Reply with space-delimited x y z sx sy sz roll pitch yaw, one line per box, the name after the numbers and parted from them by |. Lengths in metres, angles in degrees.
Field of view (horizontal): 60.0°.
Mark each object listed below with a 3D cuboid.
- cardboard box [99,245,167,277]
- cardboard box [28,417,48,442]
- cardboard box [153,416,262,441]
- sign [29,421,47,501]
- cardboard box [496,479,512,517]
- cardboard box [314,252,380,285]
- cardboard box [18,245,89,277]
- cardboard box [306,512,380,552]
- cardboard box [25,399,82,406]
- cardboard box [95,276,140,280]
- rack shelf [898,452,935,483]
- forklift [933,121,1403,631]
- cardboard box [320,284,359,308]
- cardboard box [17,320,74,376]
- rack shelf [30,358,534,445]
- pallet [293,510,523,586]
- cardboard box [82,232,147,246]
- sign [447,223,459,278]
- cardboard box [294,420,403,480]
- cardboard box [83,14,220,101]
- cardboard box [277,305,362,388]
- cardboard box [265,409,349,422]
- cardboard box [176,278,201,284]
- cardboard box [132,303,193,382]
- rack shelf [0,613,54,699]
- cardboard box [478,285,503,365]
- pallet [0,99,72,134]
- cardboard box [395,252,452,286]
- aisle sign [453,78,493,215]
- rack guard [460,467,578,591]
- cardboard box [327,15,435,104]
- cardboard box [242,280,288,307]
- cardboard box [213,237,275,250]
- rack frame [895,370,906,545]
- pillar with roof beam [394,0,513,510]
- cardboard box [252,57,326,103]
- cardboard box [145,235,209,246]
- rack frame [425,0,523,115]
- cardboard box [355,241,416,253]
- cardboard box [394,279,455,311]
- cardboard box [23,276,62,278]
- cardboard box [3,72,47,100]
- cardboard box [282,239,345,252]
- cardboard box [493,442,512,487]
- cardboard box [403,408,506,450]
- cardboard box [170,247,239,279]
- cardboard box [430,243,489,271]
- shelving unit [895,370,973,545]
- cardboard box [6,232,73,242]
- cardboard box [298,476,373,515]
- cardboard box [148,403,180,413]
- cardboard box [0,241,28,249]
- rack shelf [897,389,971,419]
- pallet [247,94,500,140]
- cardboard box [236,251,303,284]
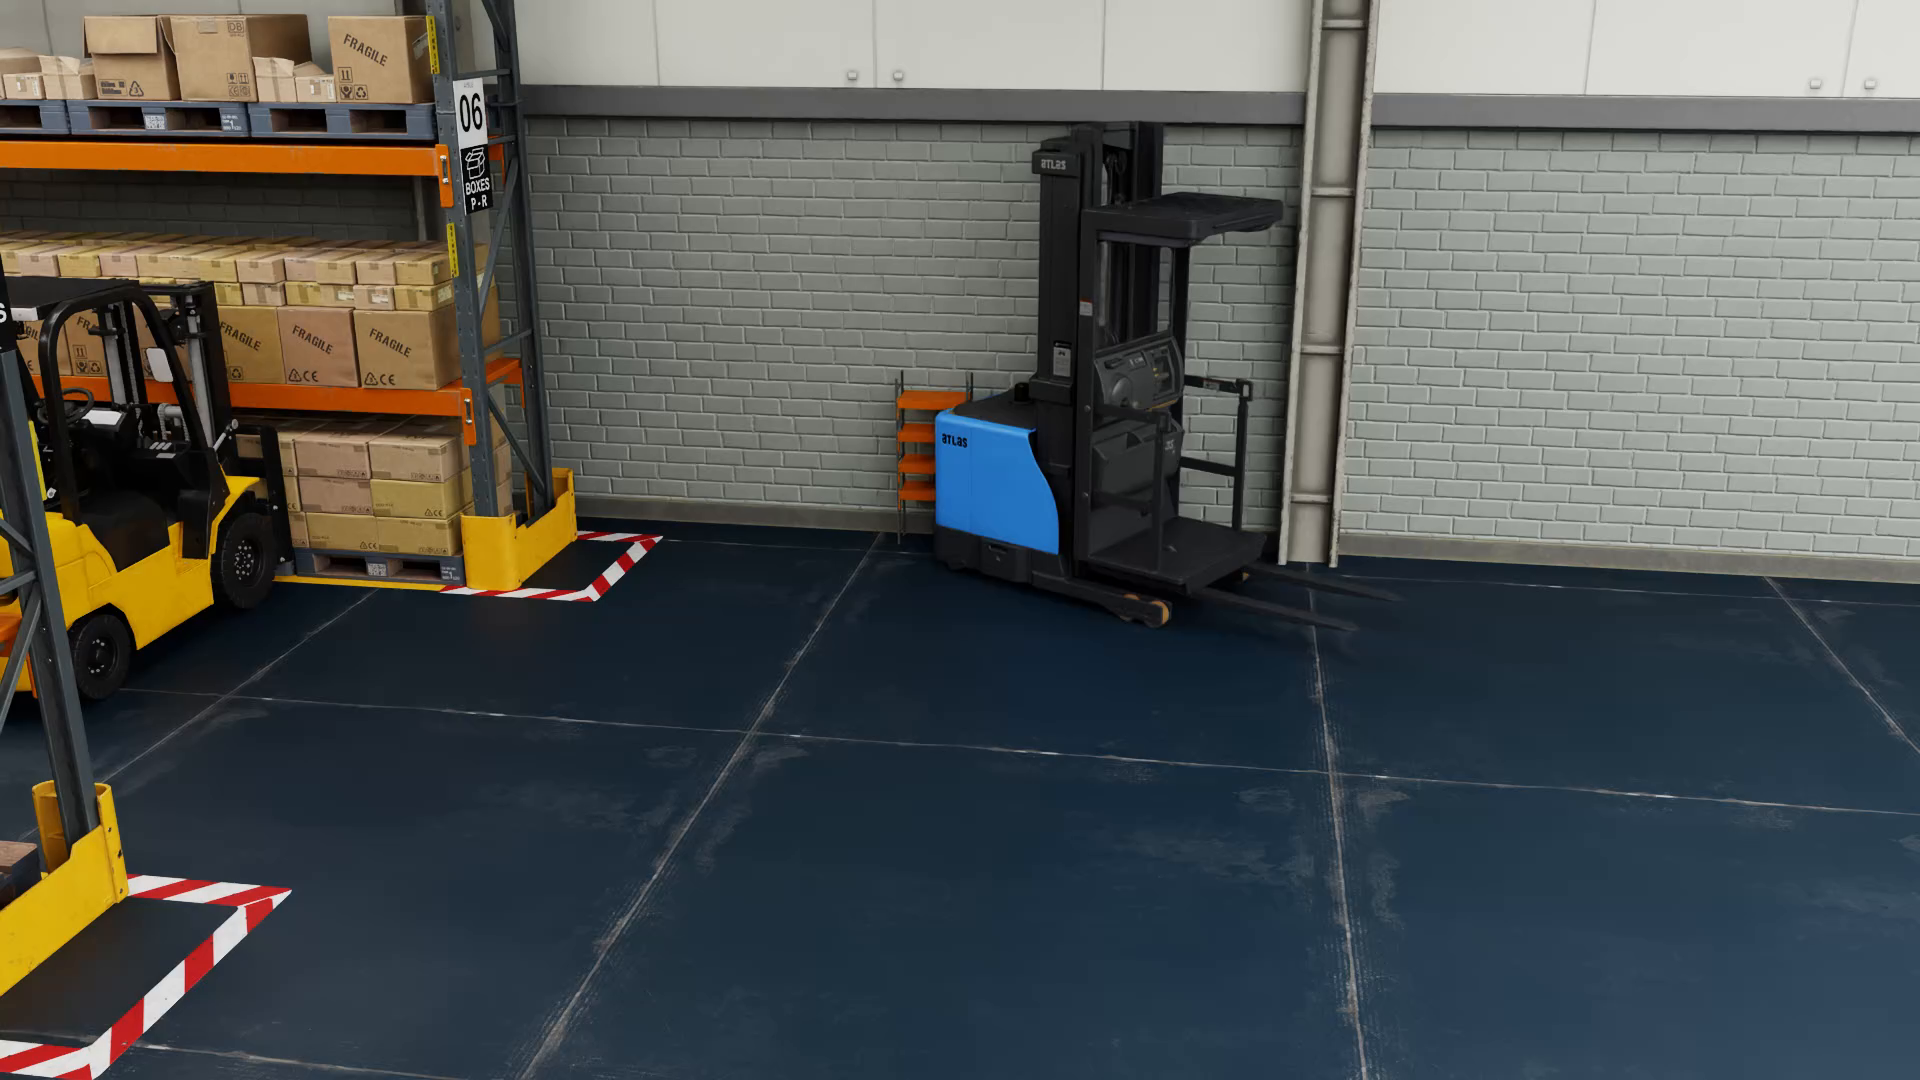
-5.398 -1.827 10.889 0.250 0.149 0.380 3 19 8 | cardboard box
-6.019 -0.698 11.258 0.500 0.250 0.500 3 19 9 | cardboard box
-5.009 -0.648 11.108 0.500 0.250 0.500 3 19 8 | cardboard box
-3.699 -0.304 6.621 0.005 0.325 0.100 3 19 9 | sign
-3.455 -0.260 11.525 0.500 0.250 0.500 3 19 9 | cardboard box
-3.899 -1.735 10.611 0.250 0.149 0.380 3 19 10 | cardboard box
-5.919 -1.827 10.889 0.250 0.149 0.380 3 19 10 | cardboard box
-4.005 -0.127 11.127 0.500 0.250 0.500 3 19 9 | cardboard box
-6.434 -0.886 11.818 0.500 0.250 0.500 3 19 10 | cardboard box
-5.418 -1.664 10.868 0.250 0.149 0.380 2 19 7 | cardboard box
-0.173 -0.497 11.598 0.480 0.148 0.258 3 20 8 | rack shelf
1.288 -1.041 10.294 3.031 2.935 1.130 14 23 36 | forklift
-3.891 -1.600 10.677 0.250 0.149 0.380 3 19 10 | cardboard box
-6.037 -1.403 11.110 0.500 0.500 0.500 3 19 10 | cardboard box
-4.976 -1.039 11.313 4.000 0.370 1.077 3 19 9 | rack shelf
-3.763 0.018 11.417 1.213 0.211 1.003 3 19 9 | pallet
-5.826 -2.027 11.486 0.250 0.149 0.380 3 19 8 | cardboard box
-3.101 -1.771 10.171 0.005 0.325 0.100 3 19 9 | sign
-4.010 -0.598 10.958 0.500 0.250 0.500 3 19 10 | cardboard box
-5.044 -3.067 10.534 0.637 0.503 0.797 4 19 10 | cardboard box
-4.039 -1.298 10.798 0.500 0.500 0.500 4 19 10 | cardboard box
-4.432 -0.784 11.516 0.500 0.250 0.500 3 19 8 | cardboard box
-4.891 -1.661 10.862 0.250 0.149 0.380 3 19 8 | cardboard box
-5.044 -1.346 10.940 0.500 0.500 0.500 3 19 9 | cardboard box
-5.759 0.517 6.665 4.000 0.370 1.077 3 19 9 | rack shelf
-3.446 -1.438 11.217 0.500 0.500 0.500 4 19 10 | cardboard box
-6.104 -2.826 10.934 1.213 0.211 1.003 3 19 9 | pallet
-3.388 -1.727 10.589 0.250 0.149 0.380 3 19 9 | cardboard box
-2.983 -2.417 10.201 0.004 0.787 0.394 3 19 9 | aisle sign
-2.977 -0.092 11.292 0.348 0.500 1.175 3 19 9 | rack guard
-3.477 -2.941 10.163 0.500 0.500 0.500 4 19 10 | cardboard box
-4.405 -1.614 10.720 0.250 0.149 0.380 2 19 7 | cardboard box
-4.821 -1.946 11.242 0.250 0.149 0.380 3 19 9 | cardboard box
-0.414 -0.572 11.610 0.015 1.200 0.240 3 20 8 | rack frame
-4.228 -3.093 6.864 0.400 9.000 9.100 3 19 9 | pillar with roof beam
-4.118 -2.844 10.240 0.258 0.266 0.396 3 19 9 | cardboard box
-5.328 -1.980 11.346 0.250 0.149 0.380 3 19 8 | cardboard box
-3.001 -4.124 9.947 0.127 3.000 1.000 3 19 9 | rack frame
-3.815 -1.892 11.080 0.250 0.149 0.380 3 19 10 | cardboard box
-3.388 -1.564 10.569 0.250 0.149 0.380 3 19 9 | cardboard box
-5.928 -1.684 10.930 0.250 0.149 0.380 3 19 10 | cardboard box
-5.797 -2.874 10.514 0.250 0.149 0.380 3 19 10 | cardboard box
-4.321 -1.914 11.148 0.250 0.149 0.380 4 19 10 | cardboard box
-3.432 -0.500 11.454 0.500 0.250 0.500 3 19 10 | cardboard box
-3.446 -0.732 11.359 0.500 0.250 0.500 3 19 8 | cardboard box
-4.904 -1.803 10.814 0.250 0.149 0.380 3 19 9 | cardboard box
-3.299 -1.859 10.983 0.250 0.149 0.380 3 19 8 | cardboard box
-0.173 -0.560 11.575 0.503 1.200 0.258 3 20 8 | shelving unit
-6.346 -2.029 11.493 0.250 0.149 0.380 2 19 7 | cardboard box
-4.025 -0.367 11.055 0.500 0.250 0.500 3 19 8 | cardboard box
-5.434 -0.835 11.667 0.500 0.250 0.500 3 19 9 | cardboard box
-6.407 -1.888 11.070 0.250 0.149 0.380 3 19 9 | cardboard box
-0.175 -0.929 11.441 0.480 0.148 0.258 3 20 8 | rack shelf
-3.695 -2.703 10.567 1.213 0.211 1.003 3 19 9 | pallet
-4.408 -1.749 10.653 0.250 0.149 0.380 3 19 10 | cardboard box
